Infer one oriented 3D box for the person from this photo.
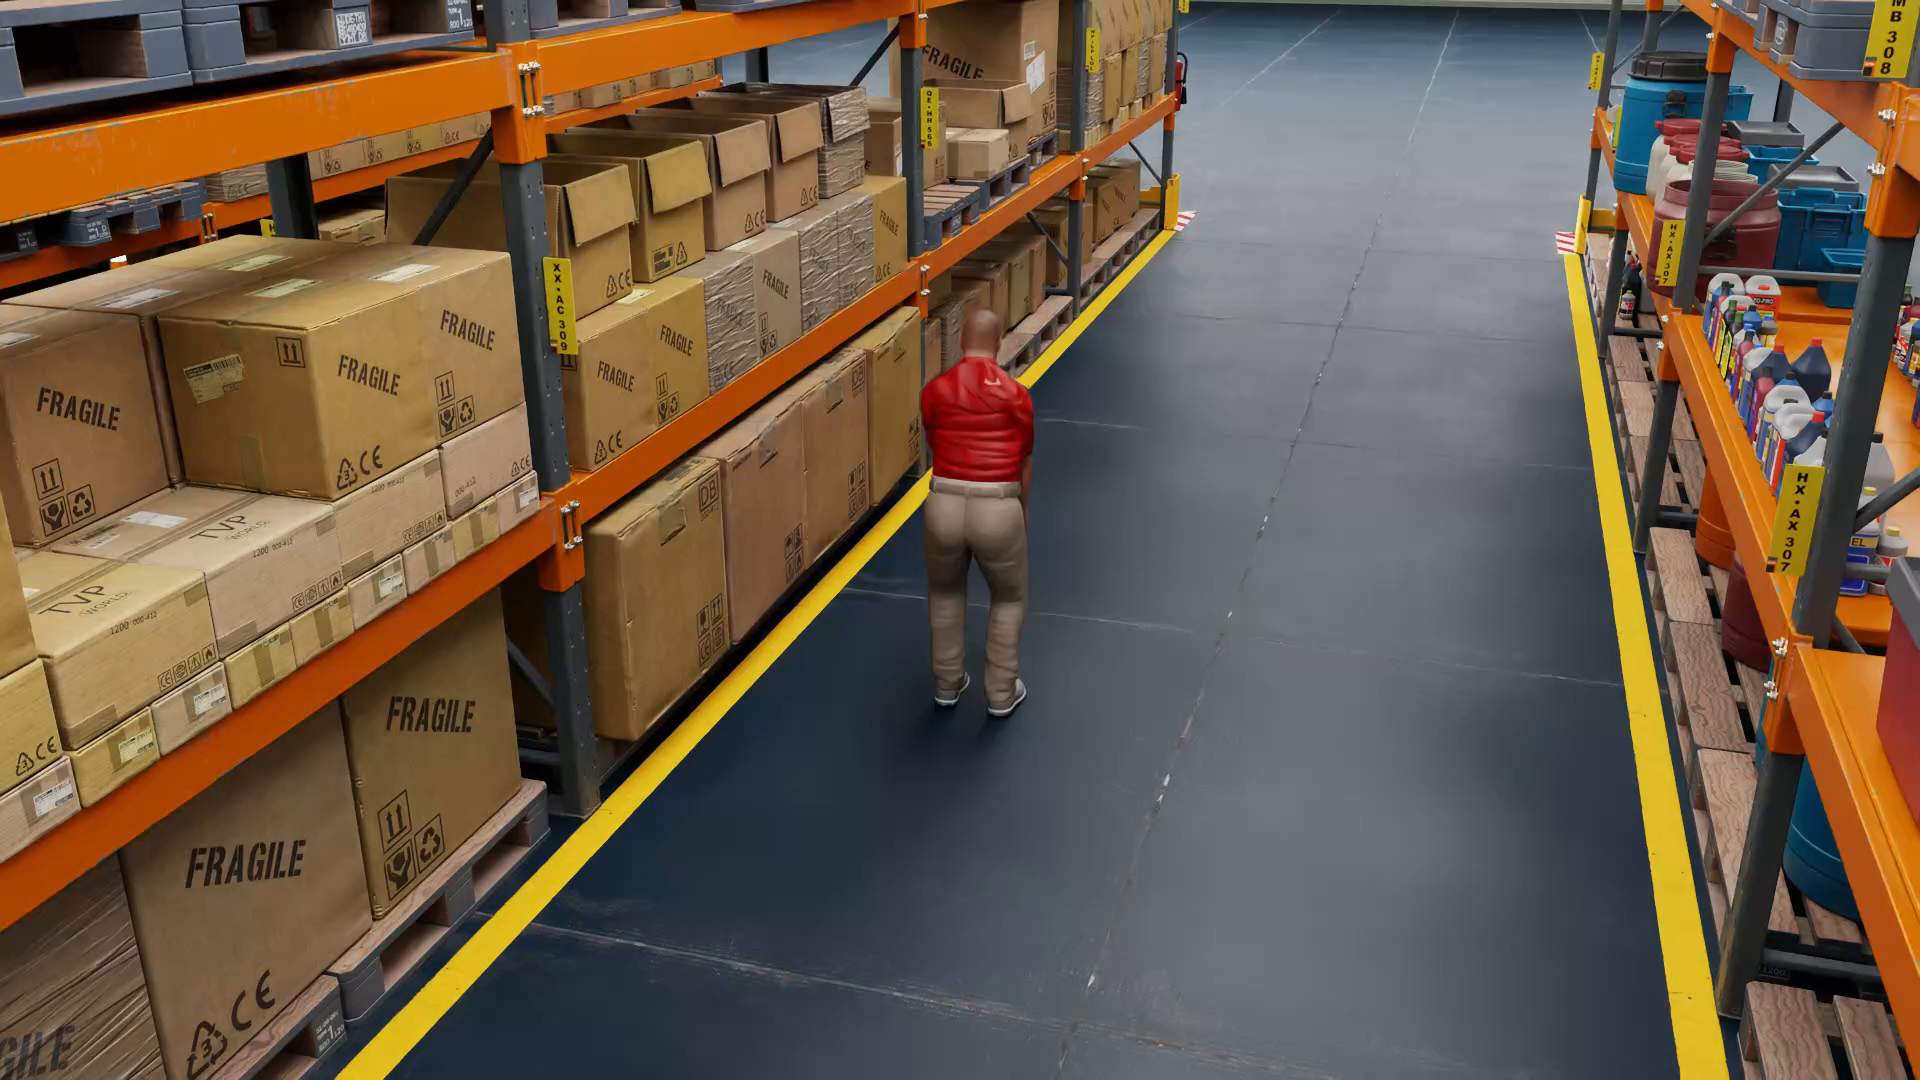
[{"bbox_3d":[0.066,-0.110,6.956,0.477,1.685,0.585,5,22,13],"label":"person"}]
